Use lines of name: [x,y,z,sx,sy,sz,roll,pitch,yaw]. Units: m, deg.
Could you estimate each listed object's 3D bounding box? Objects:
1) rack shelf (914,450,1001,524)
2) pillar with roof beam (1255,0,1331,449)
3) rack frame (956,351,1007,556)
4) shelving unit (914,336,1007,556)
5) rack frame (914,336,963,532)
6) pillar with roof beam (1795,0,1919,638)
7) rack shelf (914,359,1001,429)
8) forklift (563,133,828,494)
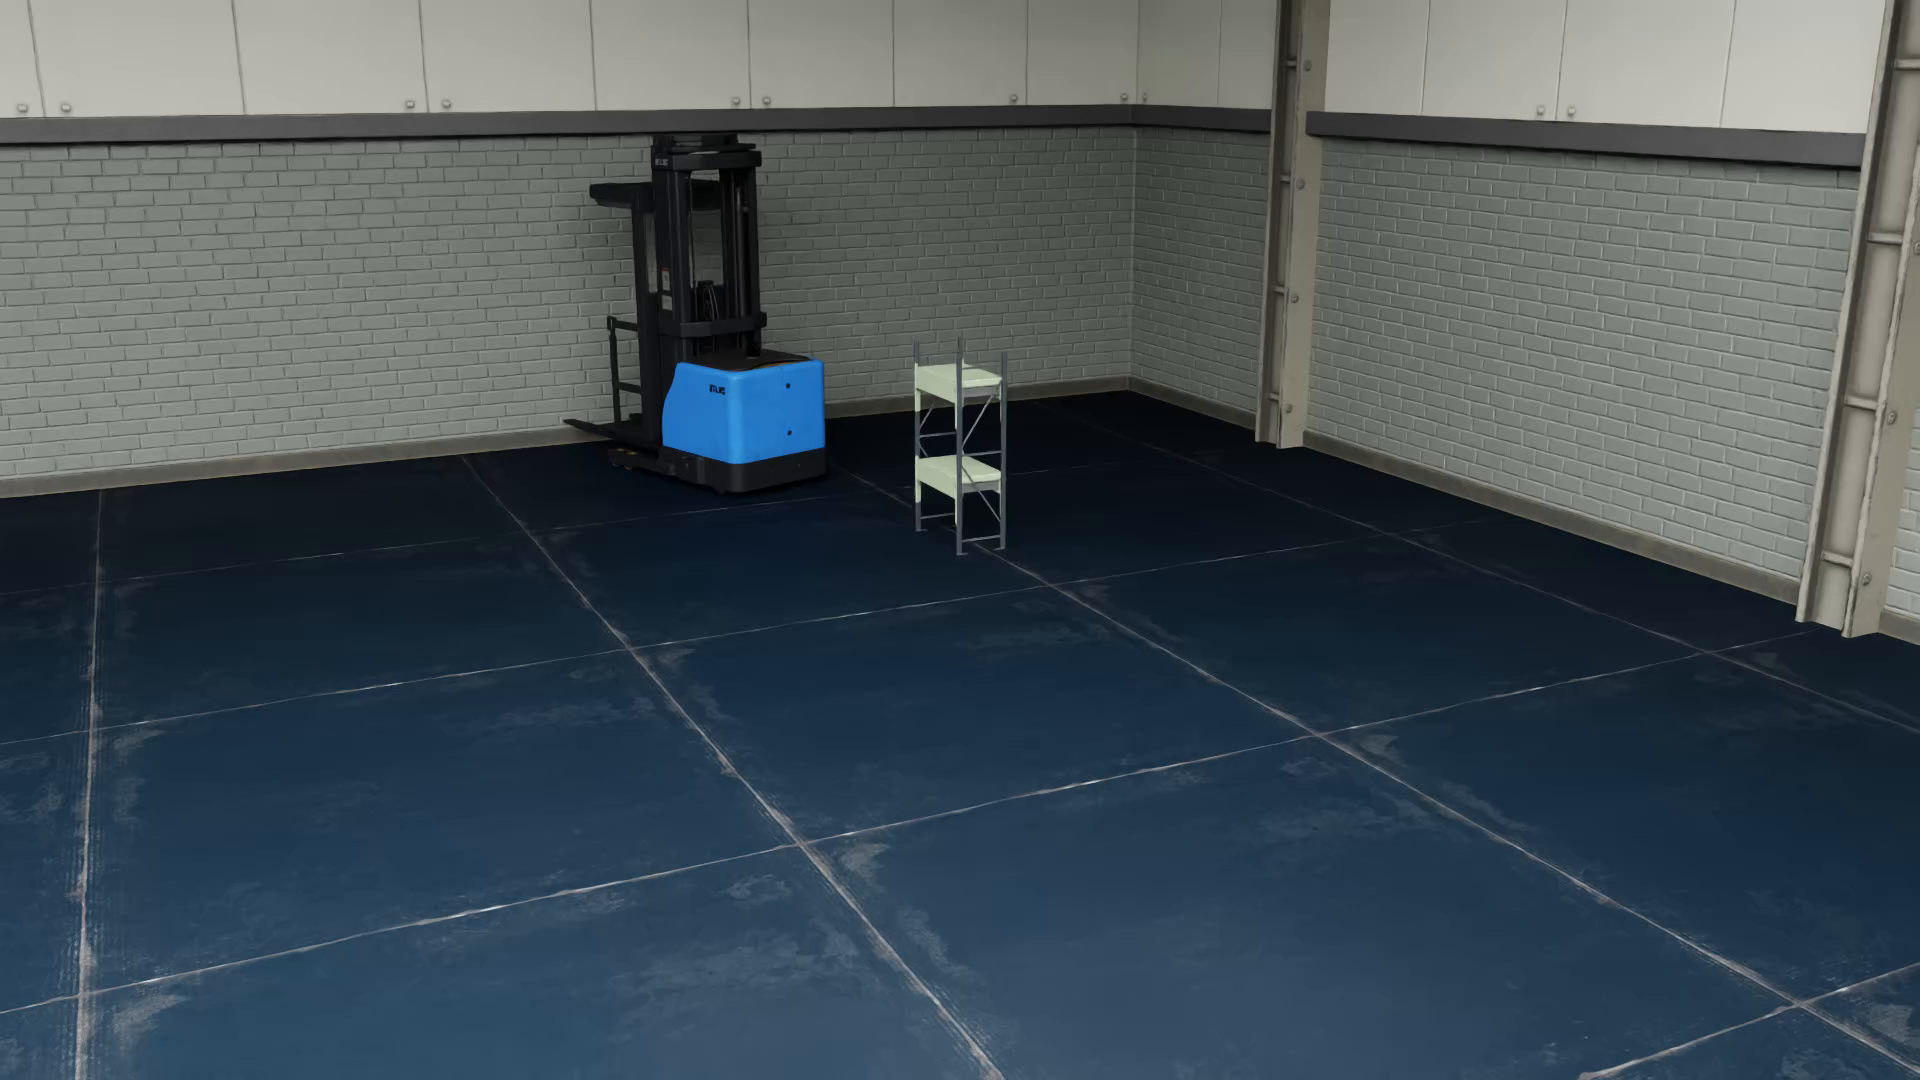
rack shelf: [-0.003,-0.409,12.639,0.431,0.370,0.720,-8,18,-25]
pillar with roof beam: [-0.794,-4.737,12.943,9.100,9.000,0.400,-8,18,-25]
rack frame: [0.157,-0.632,12.233,0.400,1.500,0.023,-8,18,-25]
shelving unit: [-0.003,-0.723,12.550,0.431,1.500,0.755,-8,18,-25]
rack frame: [-0.163,-0.813,12.866,0.400,1.500,0.023,-8,18,-25]
pillar with roof beam: [1.835,-3.249,7.759,9.100,9.000,0.400,-8,18,-25]
rack shelf: [-0.003,-1.098,12.442,0.431,0.370,0.720,-8,18,-25]
forklift: [-2.544,-2.123,14.836,1.130,2.935,3.031,-15,22,-42]
